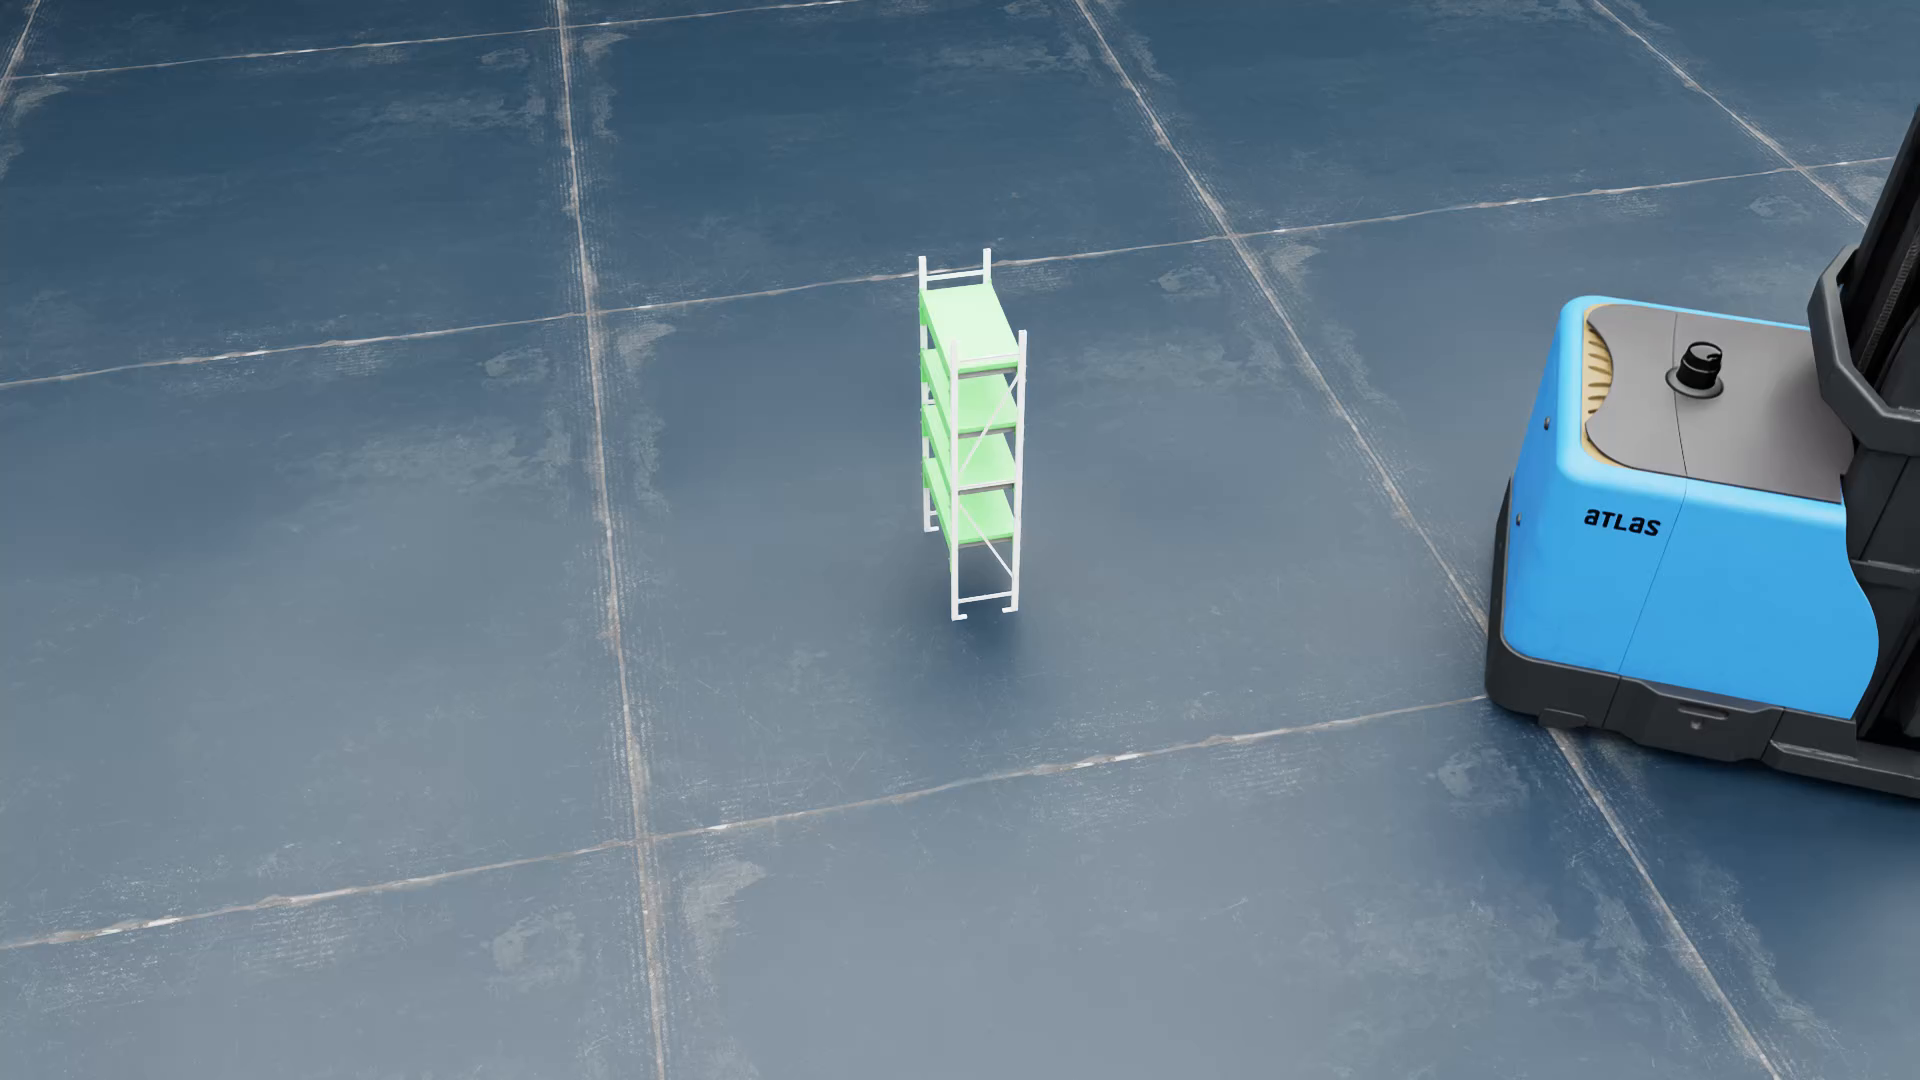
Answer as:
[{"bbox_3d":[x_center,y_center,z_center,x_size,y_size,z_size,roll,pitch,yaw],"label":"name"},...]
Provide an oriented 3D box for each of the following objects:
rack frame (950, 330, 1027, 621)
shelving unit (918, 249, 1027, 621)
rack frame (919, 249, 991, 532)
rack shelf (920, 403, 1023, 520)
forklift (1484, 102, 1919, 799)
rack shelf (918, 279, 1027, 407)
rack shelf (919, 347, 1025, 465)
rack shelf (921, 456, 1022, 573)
[{"bbox_3d":[0.088,-0.183,5.553,0.240,1.200,0.015,-8,42,-9],"label":"rack frame"},{"bbox_3d":[0.036,-0.341,5.731,0.258,1.200,0.503,-8,42,-9],"label":"shelving unit"},{"bbox_3d":[-0.017,-0.500,5.909,0.240,1.200,0.015,-8,42,-9],"label":"rack frame"},{"bbox_3d":[0.036,-0.294,5.773,0.258,0.148,0.480,-8,42,-9],"label":"rack shelf"},{"bbox_3d":[3.338,-0.548,4.660,3.031,2.935,1.130,11,43,12],"label":"forklift"},{"bbox_3d":[0.036,-0.653,5.455,0.258,0.148,0.480,-8,42,-9],"label":"rack shelf"},{"bbox_3d":[0.036,-0.473,5.614,0.258,0.148,0.480,-8,42,-9],"label":"rack shelf"},{"bbox_3d":[0.036,-0.114,5.933,0.258,0.148,0.480,-8,42,-9],"label":"rack shelf"}]
